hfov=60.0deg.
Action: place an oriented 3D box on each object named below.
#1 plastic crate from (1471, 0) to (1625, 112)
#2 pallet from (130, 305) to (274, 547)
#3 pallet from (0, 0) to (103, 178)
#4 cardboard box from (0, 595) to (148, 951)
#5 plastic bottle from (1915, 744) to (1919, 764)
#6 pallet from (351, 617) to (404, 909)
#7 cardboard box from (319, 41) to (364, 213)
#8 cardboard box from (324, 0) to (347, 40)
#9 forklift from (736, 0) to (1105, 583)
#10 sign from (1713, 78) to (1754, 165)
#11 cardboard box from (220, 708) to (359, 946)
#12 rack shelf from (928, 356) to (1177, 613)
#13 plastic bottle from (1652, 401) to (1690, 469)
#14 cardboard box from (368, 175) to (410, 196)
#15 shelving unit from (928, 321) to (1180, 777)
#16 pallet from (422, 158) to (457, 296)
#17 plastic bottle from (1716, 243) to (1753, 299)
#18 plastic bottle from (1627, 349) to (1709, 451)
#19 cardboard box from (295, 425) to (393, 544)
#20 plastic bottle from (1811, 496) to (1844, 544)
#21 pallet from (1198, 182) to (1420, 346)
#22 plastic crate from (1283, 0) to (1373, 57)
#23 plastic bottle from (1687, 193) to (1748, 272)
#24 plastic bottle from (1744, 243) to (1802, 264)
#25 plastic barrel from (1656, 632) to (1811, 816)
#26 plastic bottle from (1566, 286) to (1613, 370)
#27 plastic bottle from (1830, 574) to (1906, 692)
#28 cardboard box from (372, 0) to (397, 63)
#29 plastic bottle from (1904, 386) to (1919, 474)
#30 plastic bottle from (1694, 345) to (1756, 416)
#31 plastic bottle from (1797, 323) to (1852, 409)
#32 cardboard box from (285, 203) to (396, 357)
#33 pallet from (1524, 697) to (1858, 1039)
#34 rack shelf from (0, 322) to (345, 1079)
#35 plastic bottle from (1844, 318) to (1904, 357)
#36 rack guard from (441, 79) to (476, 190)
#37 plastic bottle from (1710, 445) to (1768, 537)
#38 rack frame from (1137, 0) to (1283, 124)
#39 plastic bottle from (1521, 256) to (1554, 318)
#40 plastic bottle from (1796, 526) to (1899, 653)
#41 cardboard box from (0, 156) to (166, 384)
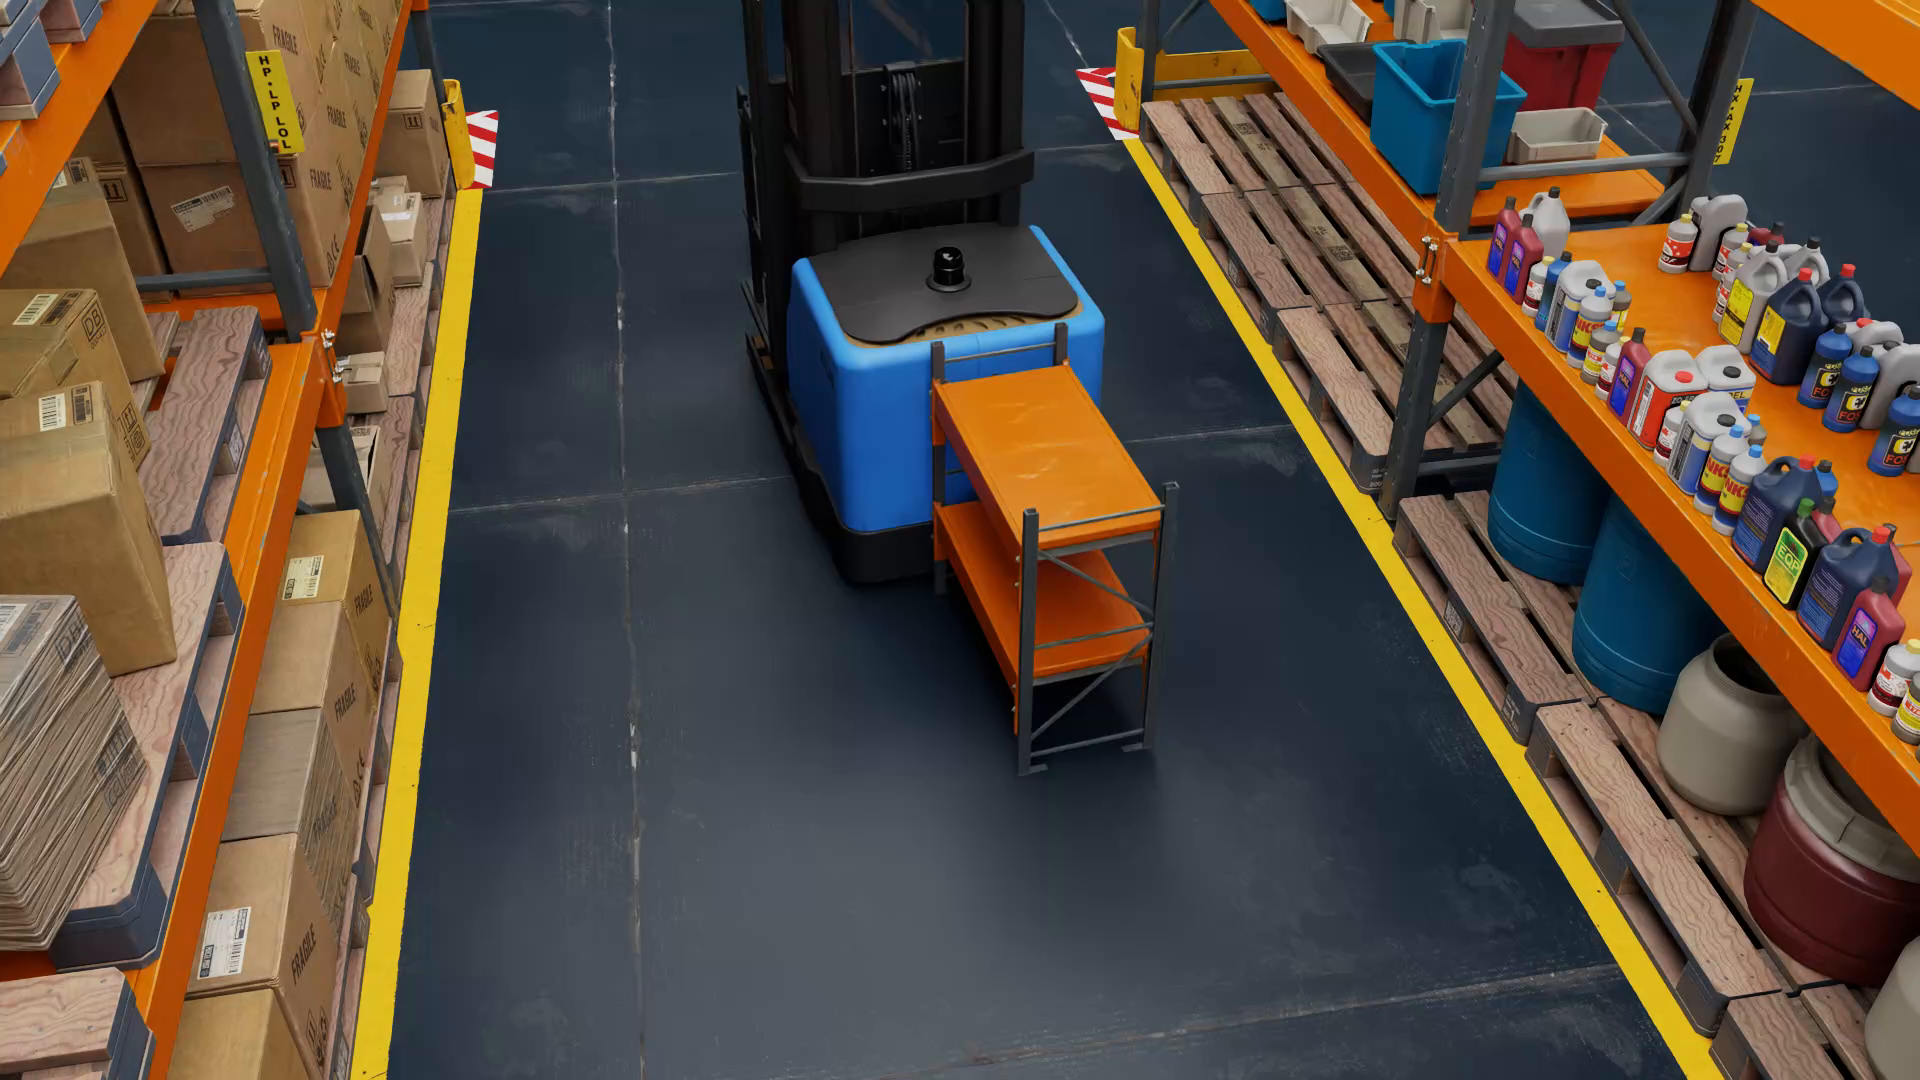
[{"bbox_3d":[2.333,-1.961,6.728,0.402,0.464,0.583,-6,38,-8],"label":"plastic crate"},{"bbox_3d":[-2.602,-0.245,4.777,1.003,0.211,1.213,-6,38,-8],"label":"pallet"},{"bbox_3d":[-2.404,-0.898,3.169,1.213,0.211,1.003,-6,38,-8],"label":"pallet"},{"bbox_3d":[-2.127,0.454,3.297,0.700,0.500,0.500,0,38,1],"label":"cardboard box"},{"bbox_3d":[2.325,0.445,3.894,0.097,0.201,0.097,0,38,0],"label":"plastic bottle"},{"bbox_3d":[-2.455,0.773,5.583,1.003,0.211,1.213,-6,38,-8],"label":"pallet"},{"bbox_3d":[-2.548,-1.501,6.155,0.500,0.500,0.500,-6,38,-7],"label":"cardboard box"},{"bbox_3d":[-2.621,-2.187,6.223,0.500,0.500,0.500,-7,38,-9],"label":"cardboard box"},{"bbox_3d":[-0.364,-1.899,6.806,1.130,2.935,3.031,-10,39,-13],"label":"forklift"},{"bbox_3d":[2.785,-1.513,6.027,0.100,0.325,0.005,-6,38,-8],"label":"sign"},{"bbox_3d":[-2.100,0.868,4.867,0.500,0.500,0.500,-6,38,-7],"label":"cardboard box"},{"bbox_3d":[0.287,-0.214,5.631,0.538,0.278,1.000,-10,39,-13],"label":"rack shelf"},{"bbox_3d":[2.105,-0.315,4.872,0.097,0.201,0.097,0,38,0],"label":"plastic bottle"},{"bbox_3d":[-3.016,-1.730,8.483,0.380,0.166,0.250,-6,38,-8],"label":"cardboard box"},{"bbox_3d":[0.287,0.018,5.811,0.538,1.125,1.048,-10,39,-13],"label":"shelving unit"},{"bbox_3d":[-3.182,-1.603,8.641,1.003,0.211,1.213,-6,38,-8],"label":"pallet"},{"bbox_3d":[2.641,-0.910,5.638,0.097,0.201,0.097,0,38,0],"label":"plastic bottle"},{"bbox_3d":[2.111,-0.417,4.943,0.152,0.276,0.135,-6,38,-8],"label":"plastic bottle"},{"bbox_3d":[-2.495,-0.204,6.401,0.500,0.311,0.500,-6,38,-8],"label":"cardboard box"},{"bbox_3d":[2.257,0.029,4.363,0.061,0.283,0.133,-6,38,-8],"label":"plastic bottle"},{"bbox_3d":[1.858,-1.423,8.410,1.003,0.211,1.213,-6,38,-8],"label":"pallet"},{"bbox_3d":[1.642,-2.285,7.412,0.293,0.136,0.466,-6,38,-8],"label":"plastic crate"},{"bbox_3d":[2.630,-1.094,5.814,0.152,0.276,0.135,-6,38,-8],"label":"plastic bottle"},{"bbox_3d":[2.694,-0.873,5.530,0.152,0.276,0.135,-6,38,-8],"label":"plastic bottle"},{"bbox_3d":[2.457,0.580,5.245,0.421,0.512,0.421,0,38,0],"label":"plastic barrel"},{"bbox_3d":[2.006,-0.680,5.286,0.097,0.271,0.097,0,38,0],"label":"plastic bottle"},{"bbox_3d":[2.253,0.227,4.107,0.061,0.283,0.133,-6,38,-8],"label":"plastic bottle"},{"bbox_3d":[-2.813,-2.415,7.332,0.500,0.500,0.500,-6,38,-8],"label":"cardboard box"},{"bbox_3d":[2.847,-0.347,4.853,0.152,0.276,0.135,-6,38,-8],"label":"plastic bottle"},{"bbox_3d":[2.261,-0.433,4.964,0.152,0.276,0.135,-6,38,-8],"label":"plastic bottle"},{"bbox_3d":[2.663,-0.542,5.107,0.097,0.271,0.097,0,38,0],"label":"plastic bottle"},{"bbox_3d":[-2.969,-1.137,7.445,0.797,0.503,0.637,-6,38,-8],"label":"cardboard box"},{"bbox_3d":[2.554,0.964,5.337,1.003,0.211,1.213,-6,38,-8],"label":"pallet"},{"bbox_3d":[-2.284,0.677,4.020,1.077,0.370,4.000,-6,38,-8],"label":"rack shelf"},{"bbox_3d":[2.783,-0.568,5.138,0.152,0.276,0.135,-6,38,-8],"label":"plastic bottle"},{"bbox_3d":[-3.322,-2.198,9.172,1.175,0.500,0.348,-6,38,-8],"label":"rack guard"},{"bbox_3d":[2.162,-0.143,4.594,0.097,0.271,0.097,0,38,0],"label":"plastic bottle"},{"bbox_3d":[1.542,-3.762,9.147,1.000,3.000,0.127,-6,38,-8],"label":"rack frame"},{"bbox_3d":[1.949,-0.852,5.563,0.097,0.201,0.097,0,38,0],"label":"plastic bottle"},{"bbox_3d":[2.266,0.100,4.216,0.144,0.351,0.185,-6,38,-8],"label":"plastic bottle"},{"bbox_3d":[-2.772,-0.710,4.796,0.700,0.500,0.500,-19,42,-23],"label":"cardboard box"}]
